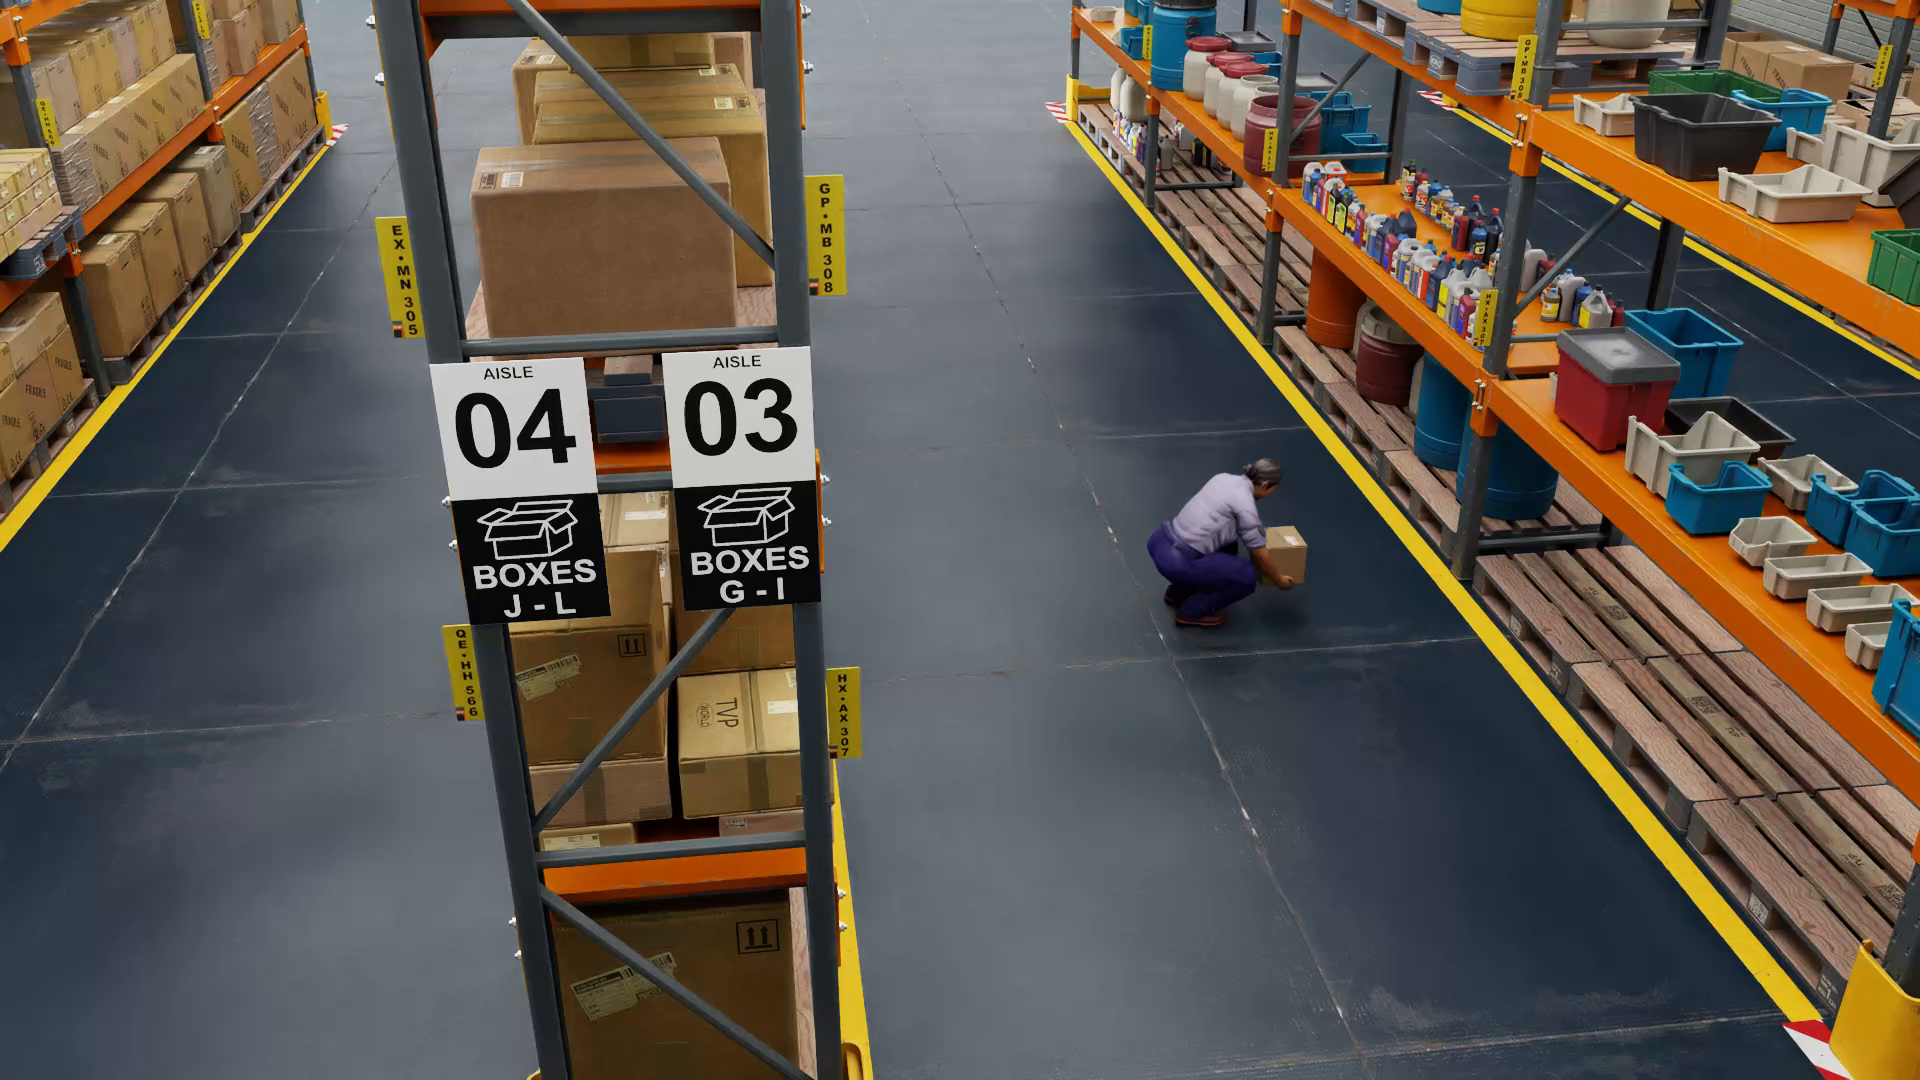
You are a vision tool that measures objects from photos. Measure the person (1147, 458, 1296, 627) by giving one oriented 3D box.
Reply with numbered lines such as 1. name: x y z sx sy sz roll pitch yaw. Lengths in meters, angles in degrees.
1. person: 1.486 -0.004 9.447 0.828 0.923 0.528 -4 28 -7
